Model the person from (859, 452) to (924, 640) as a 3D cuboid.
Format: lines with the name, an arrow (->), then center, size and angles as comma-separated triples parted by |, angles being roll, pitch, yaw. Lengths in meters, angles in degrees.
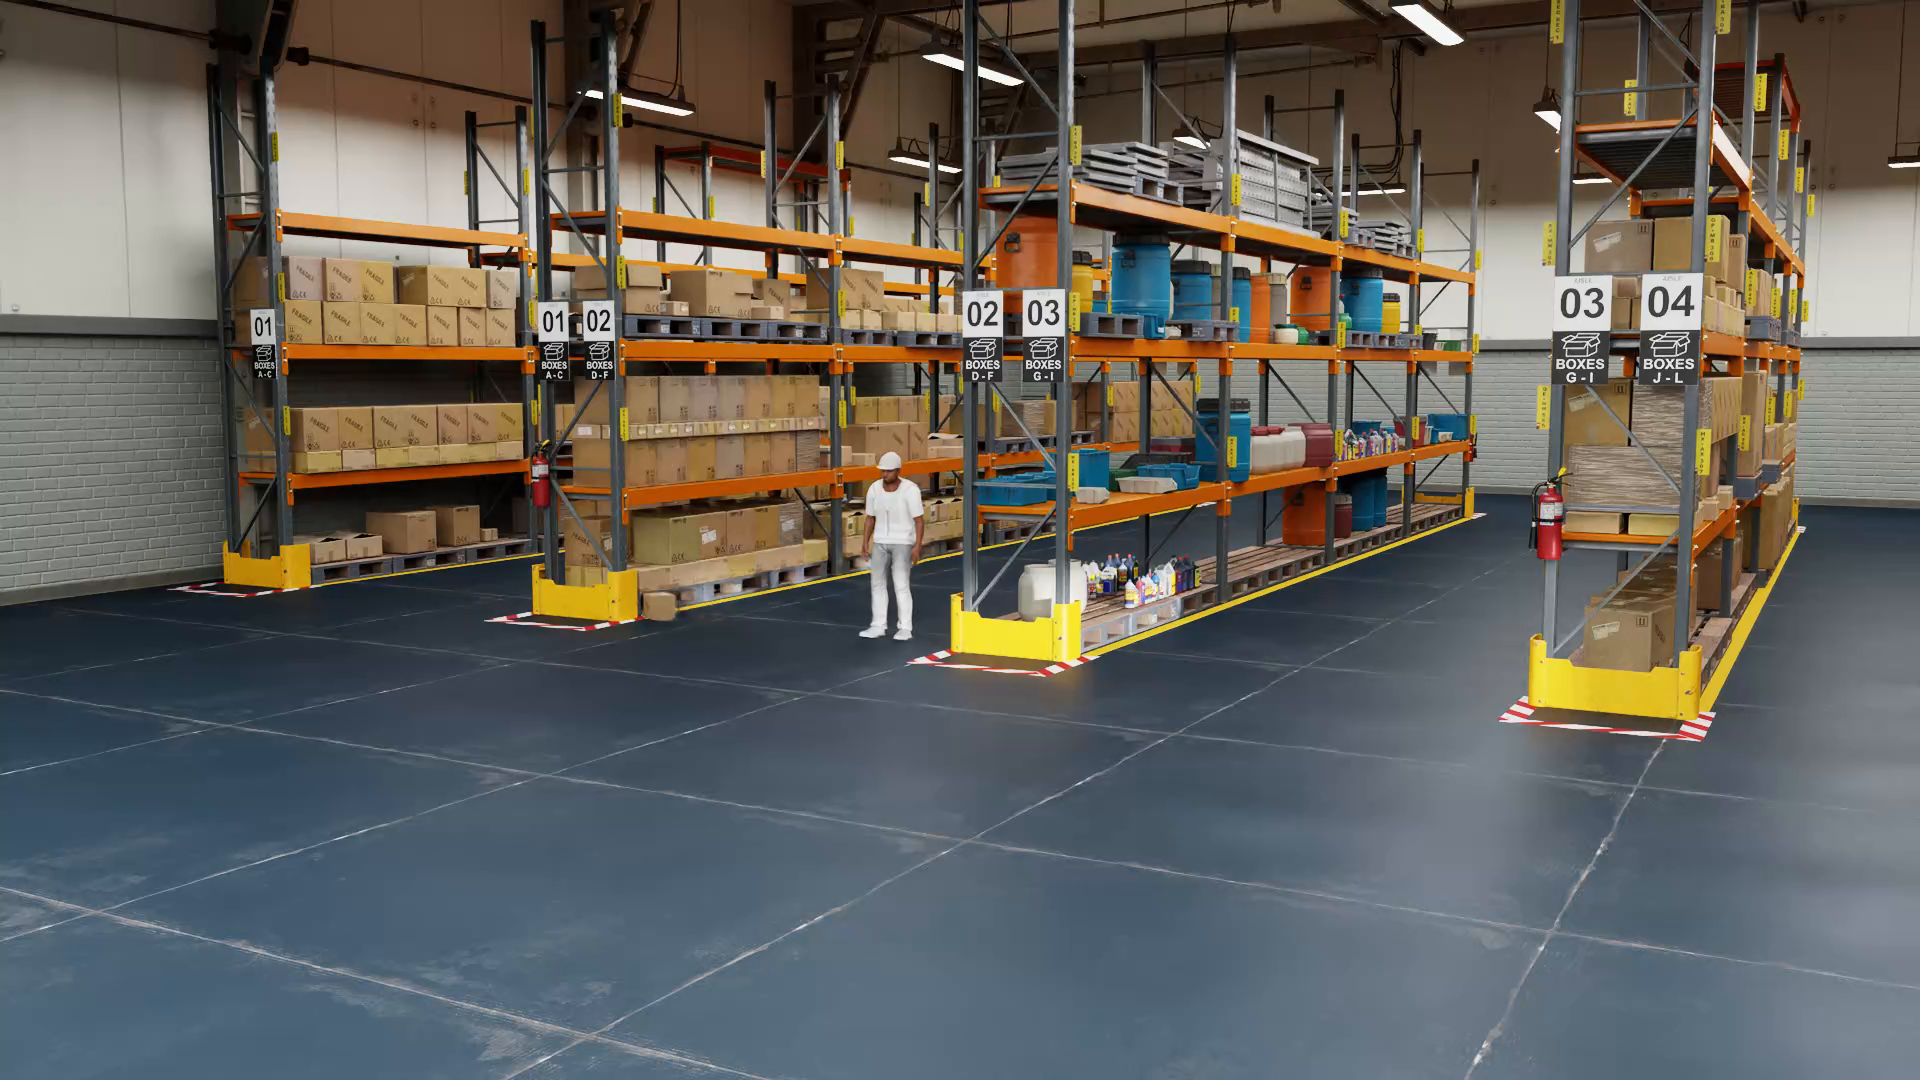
person -> -0.640, 0.049, 15.580 | 0.625, 1.759, 0.463 | 3, 7, 26
